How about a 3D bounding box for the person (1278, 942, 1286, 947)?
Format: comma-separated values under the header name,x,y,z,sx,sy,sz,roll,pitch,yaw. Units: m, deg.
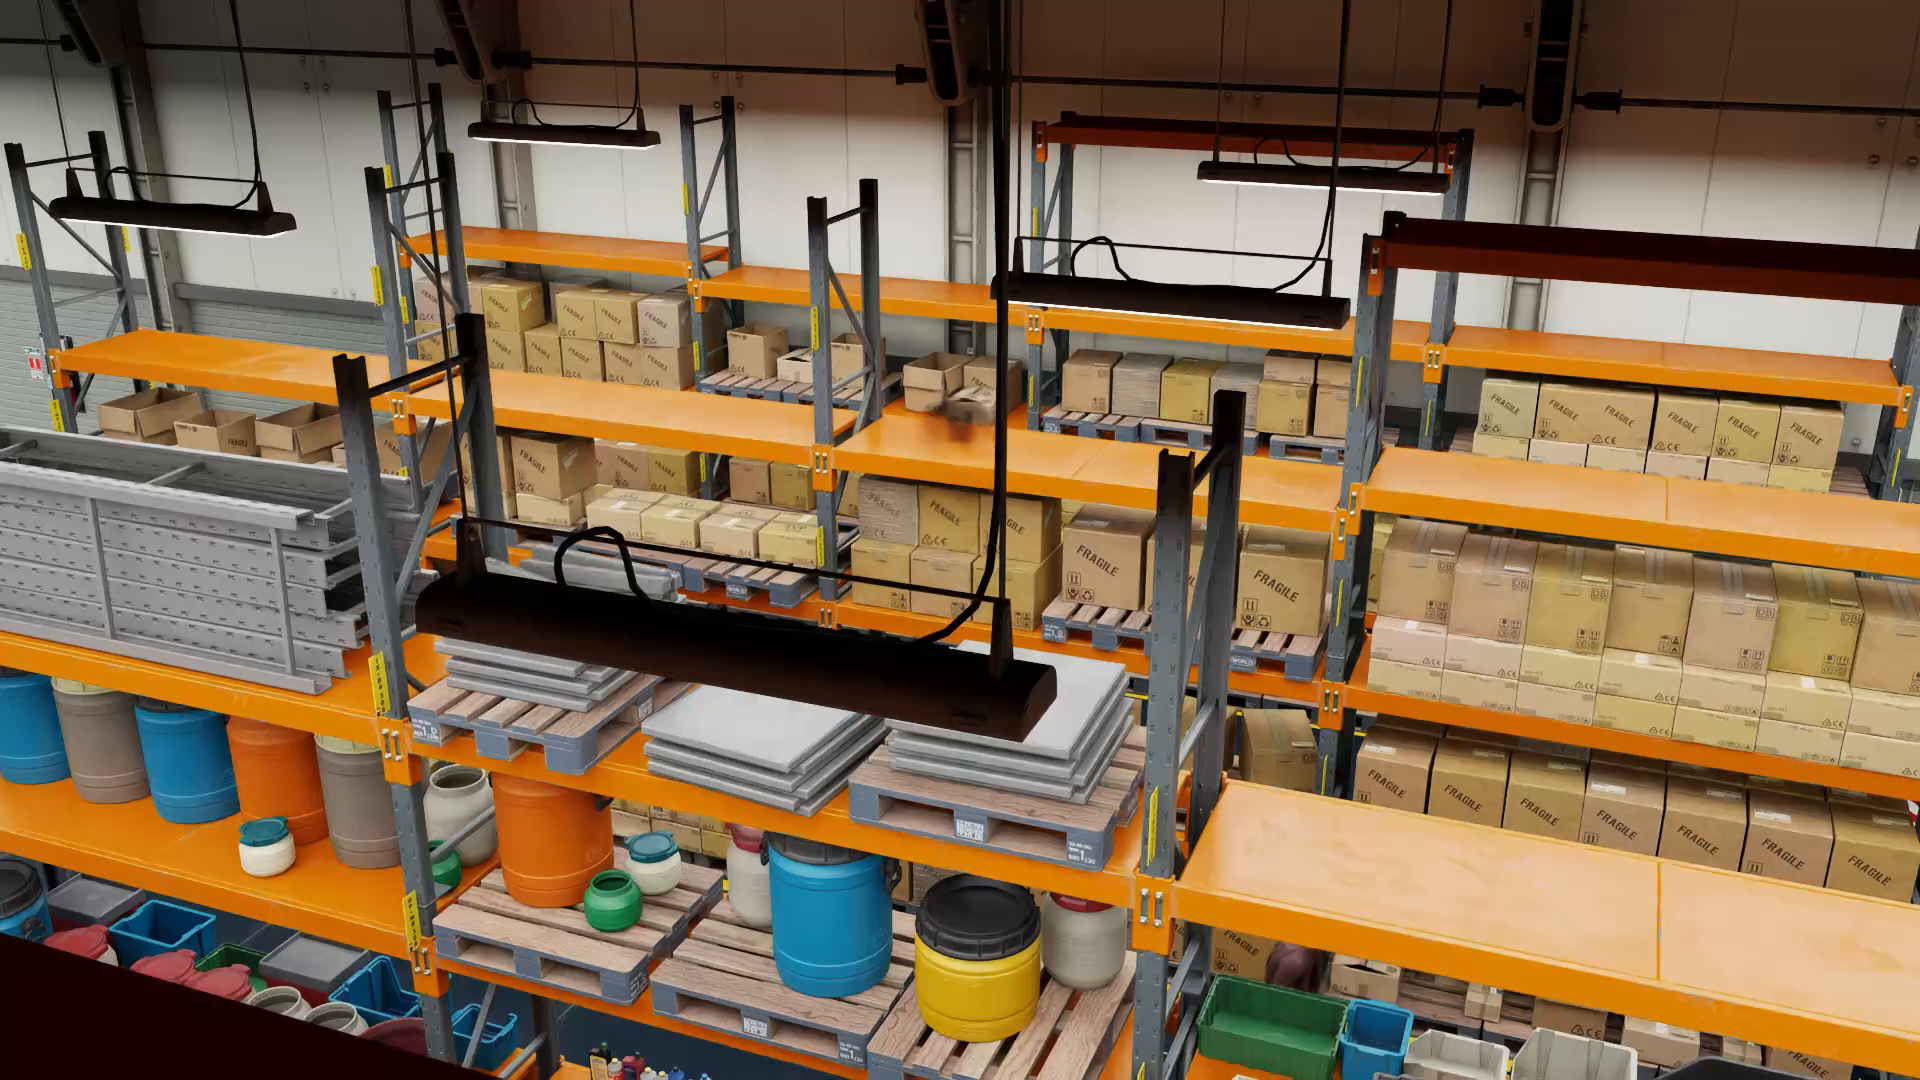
name,x,y,z,sx,sy,sz,roll,pitch,yaw
person,2.254,2.996,11.299,0.351,0.632,0.524,5,21,13
